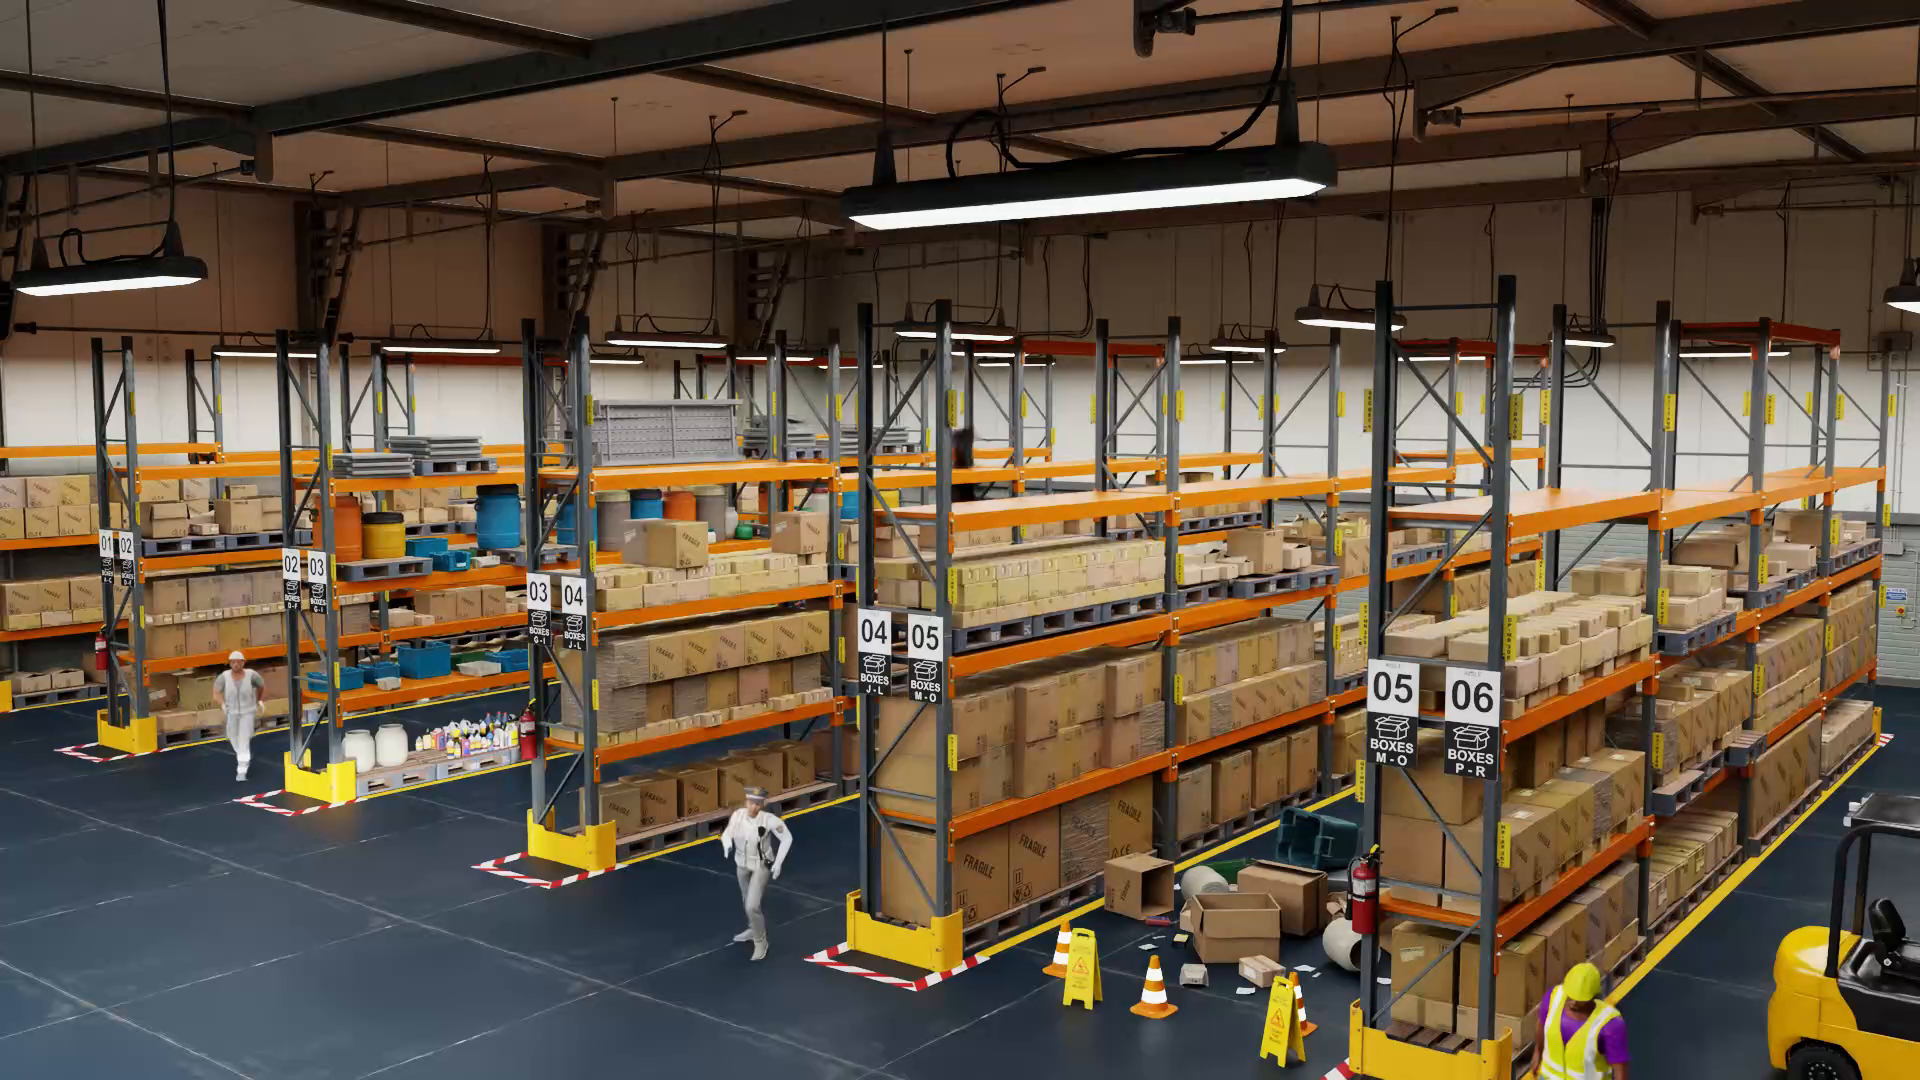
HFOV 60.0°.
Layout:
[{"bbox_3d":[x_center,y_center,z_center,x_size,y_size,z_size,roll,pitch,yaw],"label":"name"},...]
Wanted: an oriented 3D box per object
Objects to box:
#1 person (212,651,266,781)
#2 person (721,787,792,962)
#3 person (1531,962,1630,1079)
[{"bbox_3d":[-9.743,2.341,22.539,0.663,1.743,0.854,-1,5,-14],"label":"person"},{"bbox_3d":[-1.925,3.041,15.420,0.673,1.613,0.771,3,6,27],"label":"person"},{"bbox_3d":[3.858,3.407,10.424,0.676,1.674,0.795,-5,7,-43],"label":"person"}]
